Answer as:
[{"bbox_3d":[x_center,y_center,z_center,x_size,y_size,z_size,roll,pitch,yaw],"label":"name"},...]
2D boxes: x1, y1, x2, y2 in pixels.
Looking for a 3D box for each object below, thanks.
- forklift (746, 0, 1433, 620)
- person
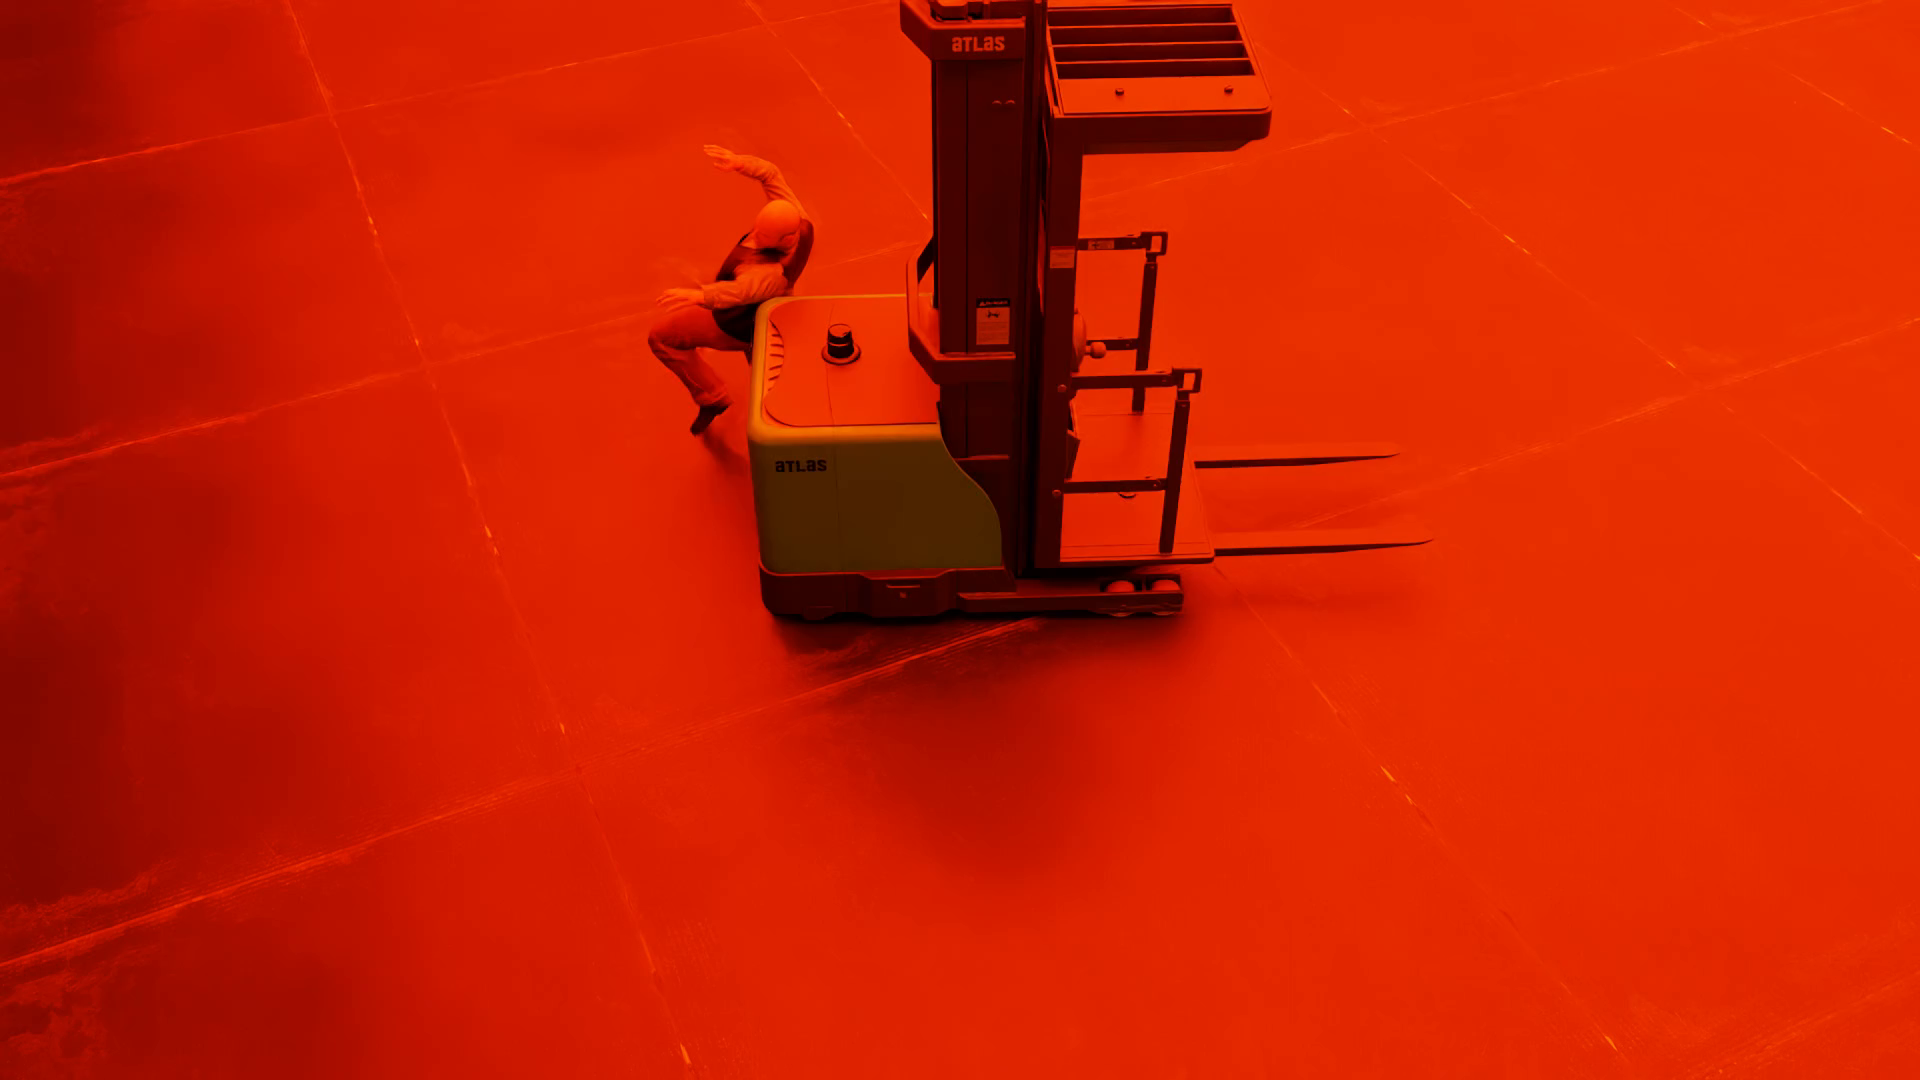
[{"bbox_3d":[0.610,-1.090,6.848,3.031,2.935,1.130,-2,43,-2],"label":"forklift"},{"bbox_3d":[-1.186,-1.037,7.804,0.833,1.598,1.081,24,48,23],"label":"person"}]
